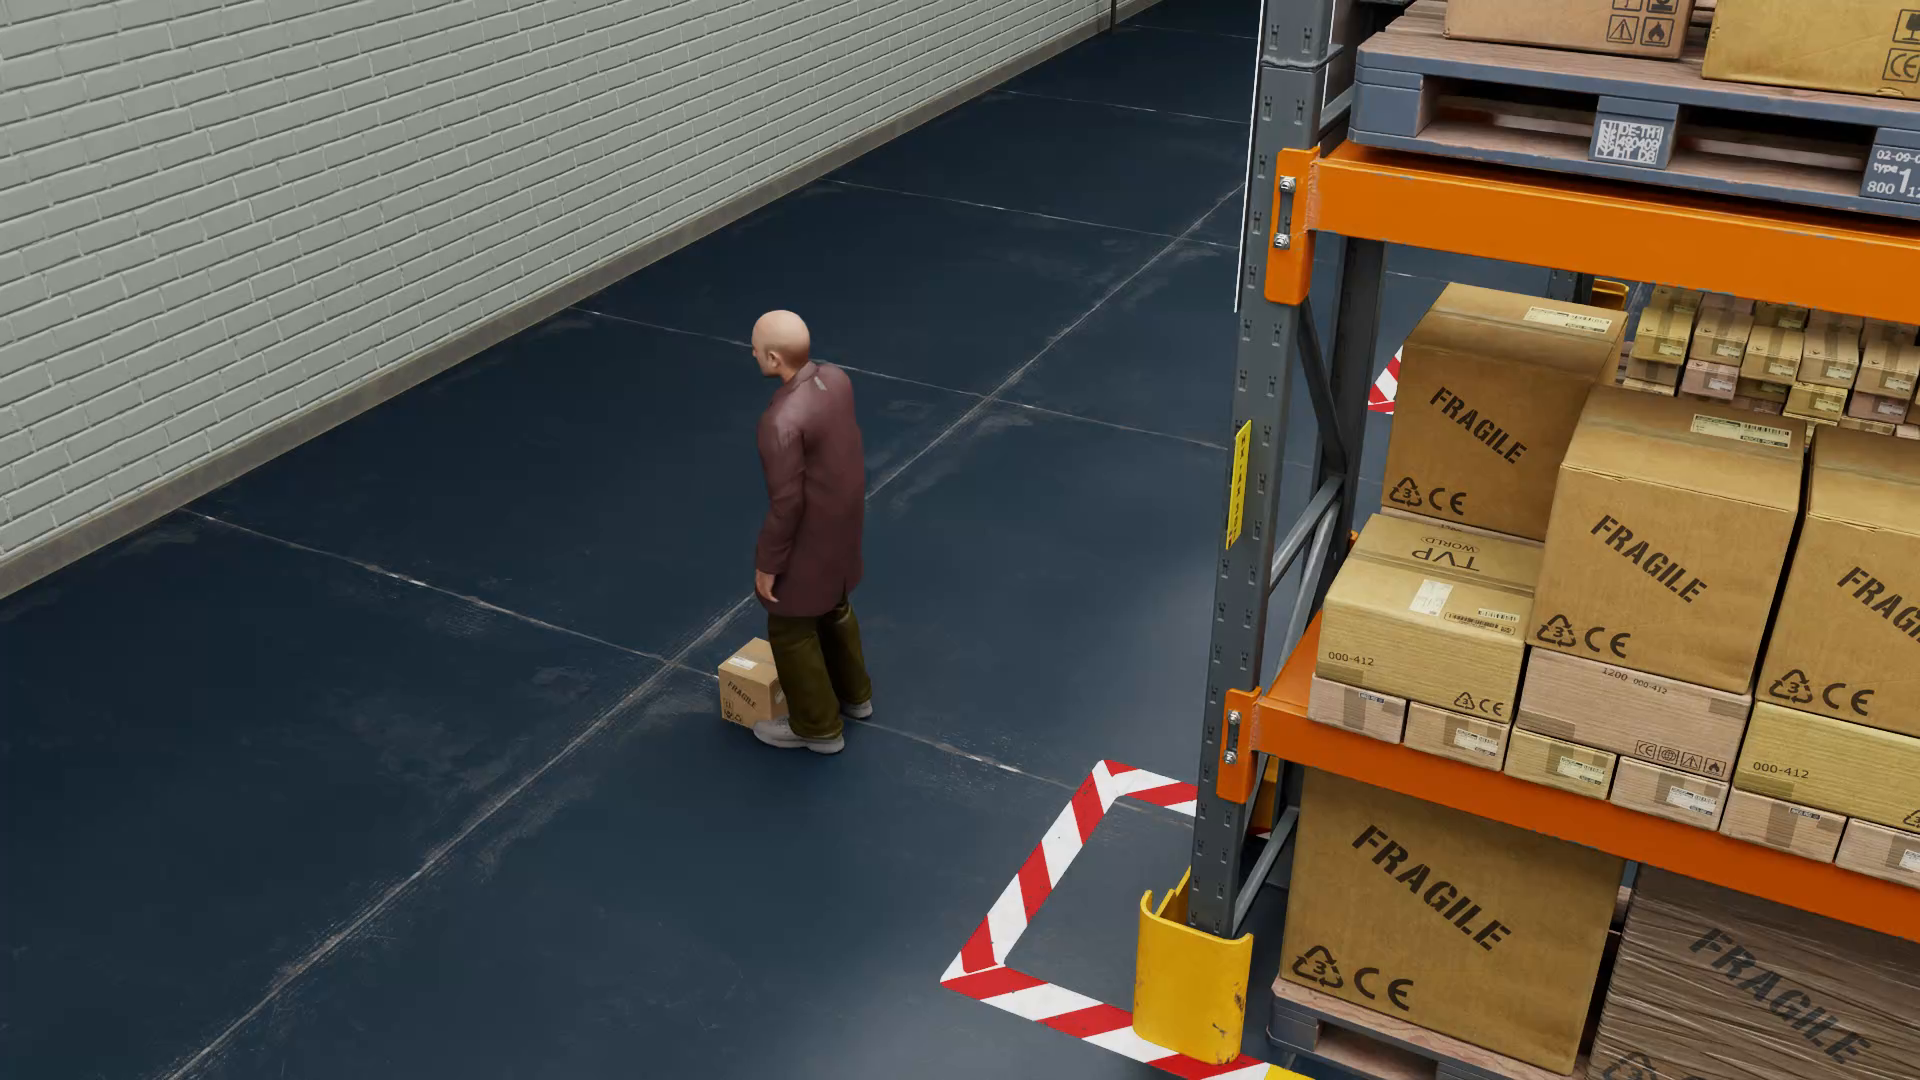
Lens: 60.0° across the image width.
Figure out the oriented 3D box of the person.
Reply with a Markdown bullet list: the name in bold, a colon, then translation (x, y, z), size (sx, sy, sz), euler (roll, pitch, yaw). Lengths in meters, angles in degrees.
- **person**: translation (-0.569, -0.017, 6.173), size (0.423, 1.773, 0.653), euler (12, 32, 21)
